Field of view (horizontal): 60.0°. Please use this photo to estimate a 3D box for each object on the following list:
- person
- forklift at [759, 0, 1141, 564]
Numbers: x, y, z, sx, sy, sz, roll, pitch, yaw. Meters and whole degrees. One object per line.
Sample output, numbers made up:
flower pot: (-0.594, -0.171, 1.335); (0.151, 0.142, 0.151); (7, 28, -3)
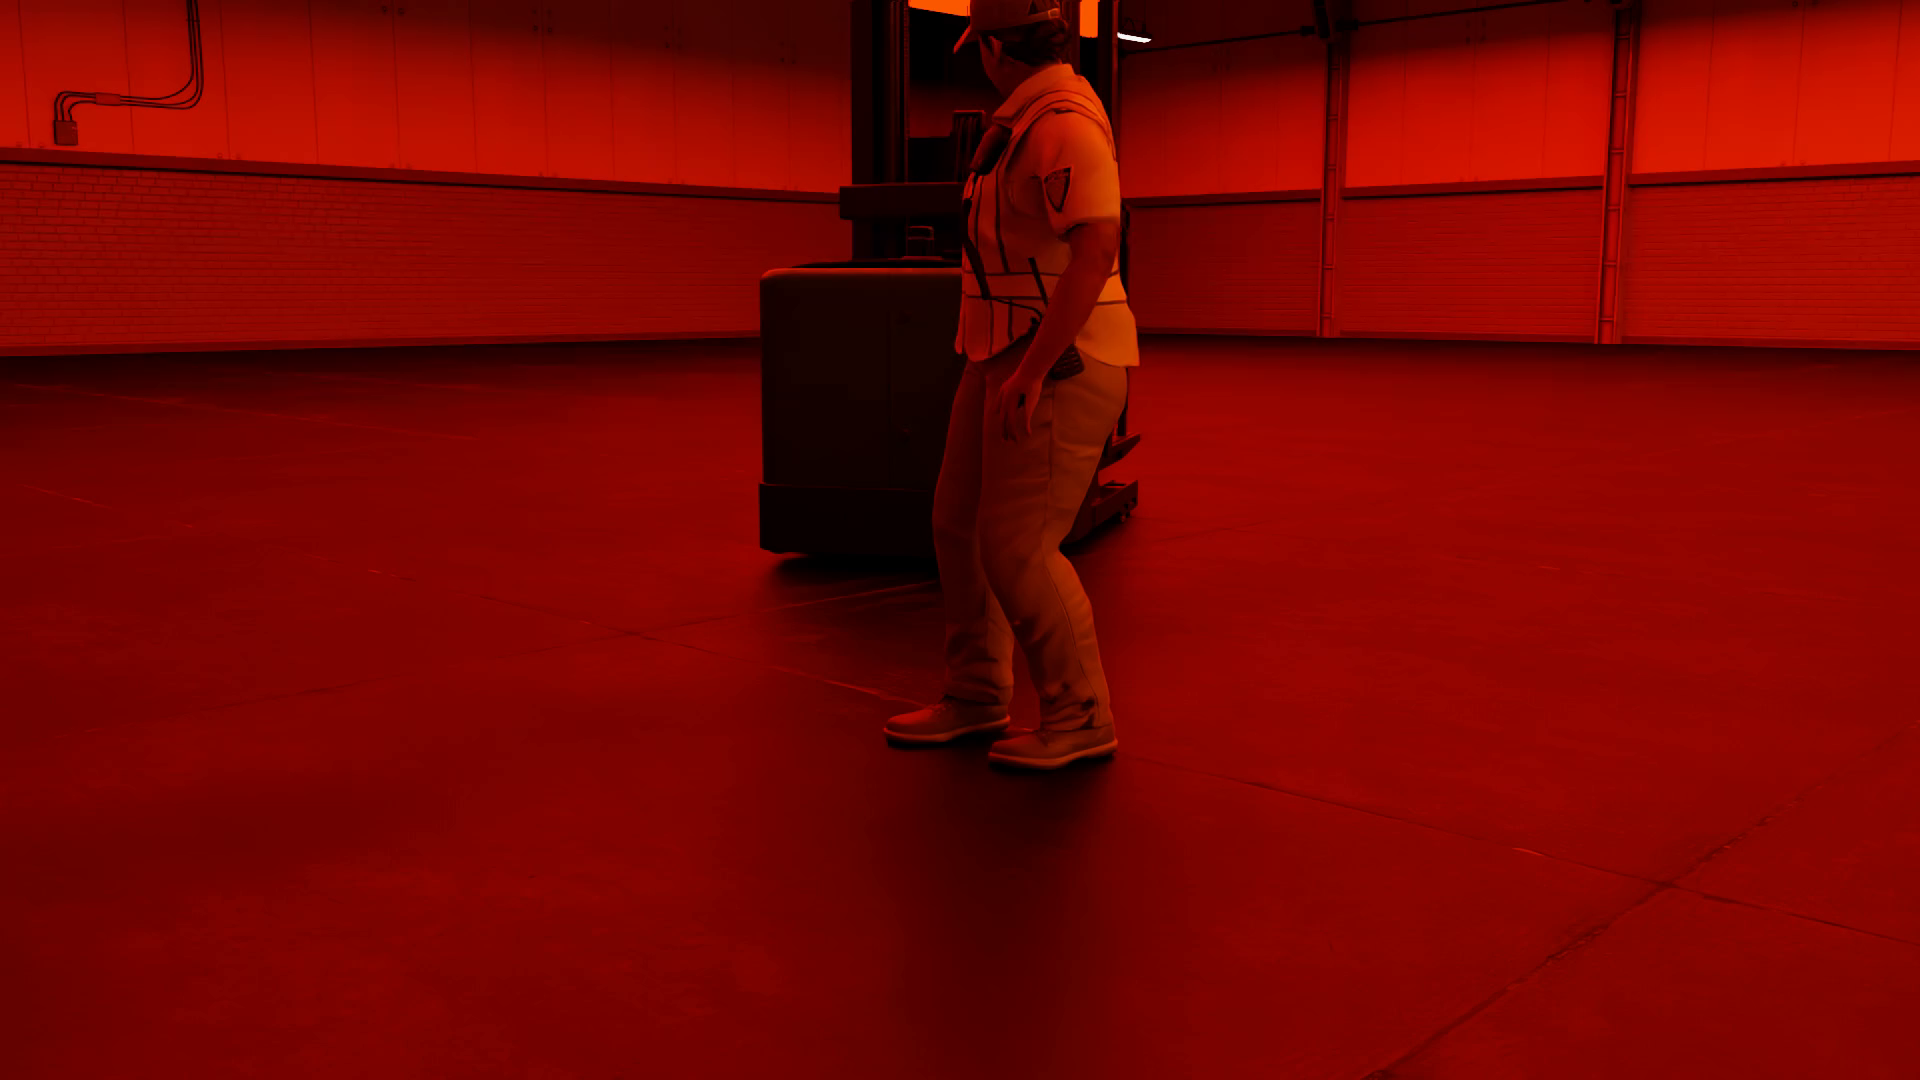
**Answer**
person: (0.114, -0.344, 3.494); (0.512, 1.646, 0.686); (-2, 9, -12)
forklift: (0.169, -1.537, 7.079); (1.130, 2.935, 3.031); (2, 9, 16)
